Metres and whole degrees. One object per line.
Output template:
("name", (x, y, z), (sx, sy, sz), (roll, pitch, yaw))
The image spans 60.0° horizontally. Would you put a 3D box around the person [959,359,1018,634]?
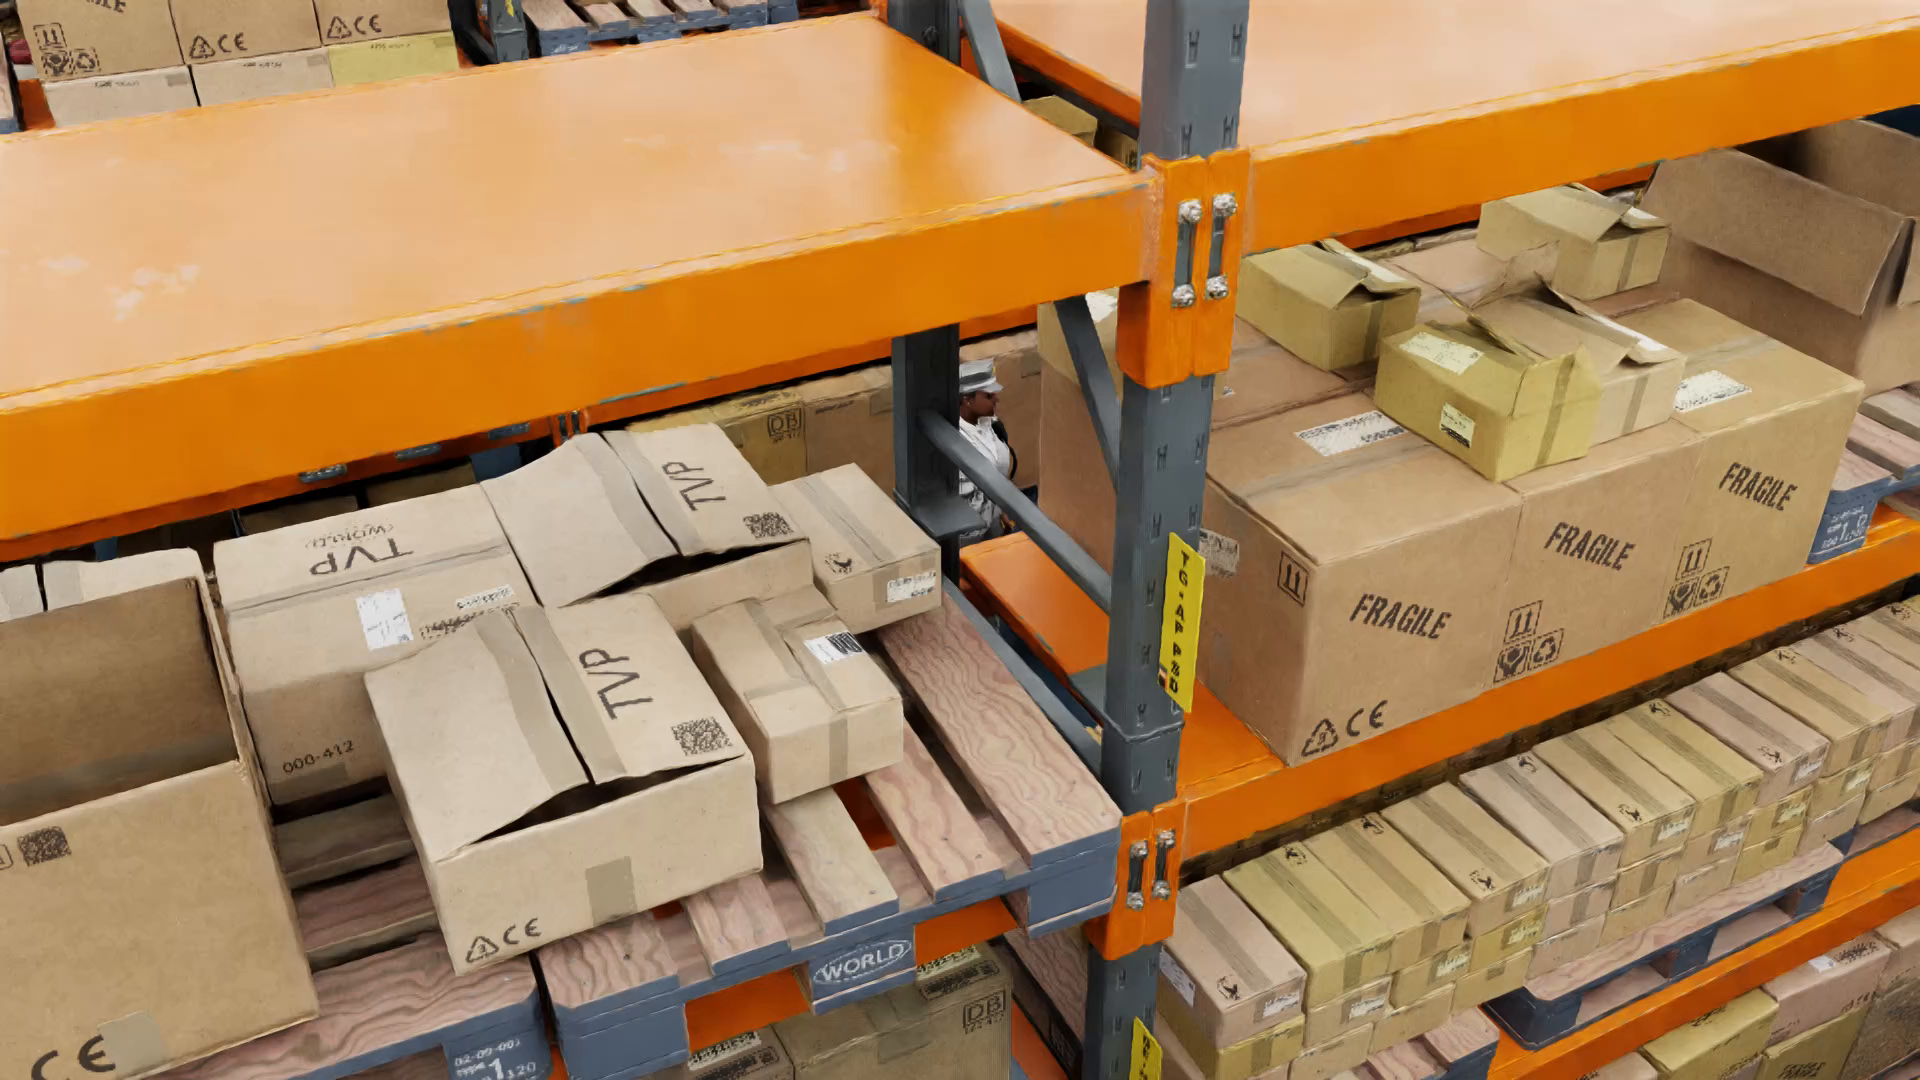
("person", (0.065, -0.047, 7.621), (0.438, 1.692, 0.516), (17, 37, 24))
